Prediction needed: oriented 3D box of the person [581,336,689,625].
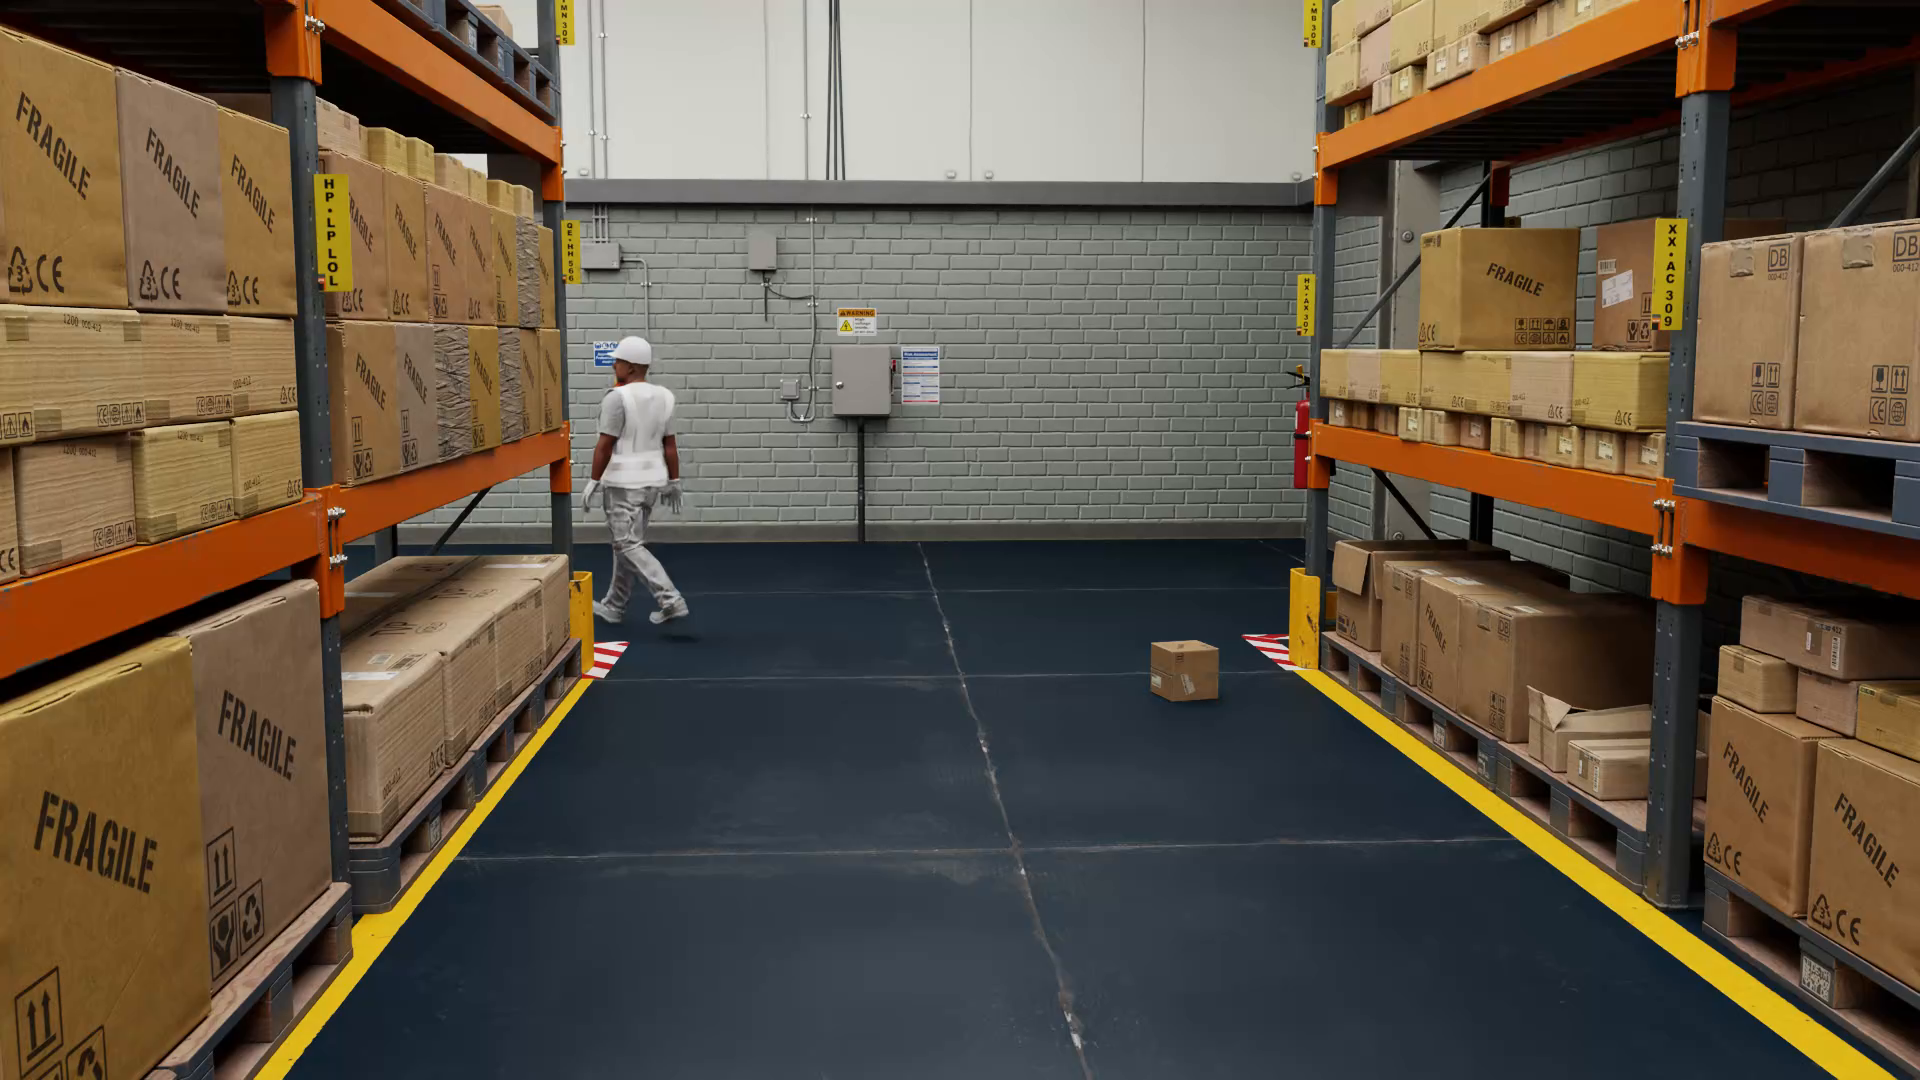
[{"bbox_3d":[-1.977,-0.334,9.950,0.978,1.757,0.608,4,8,32],"label":"person"}]
